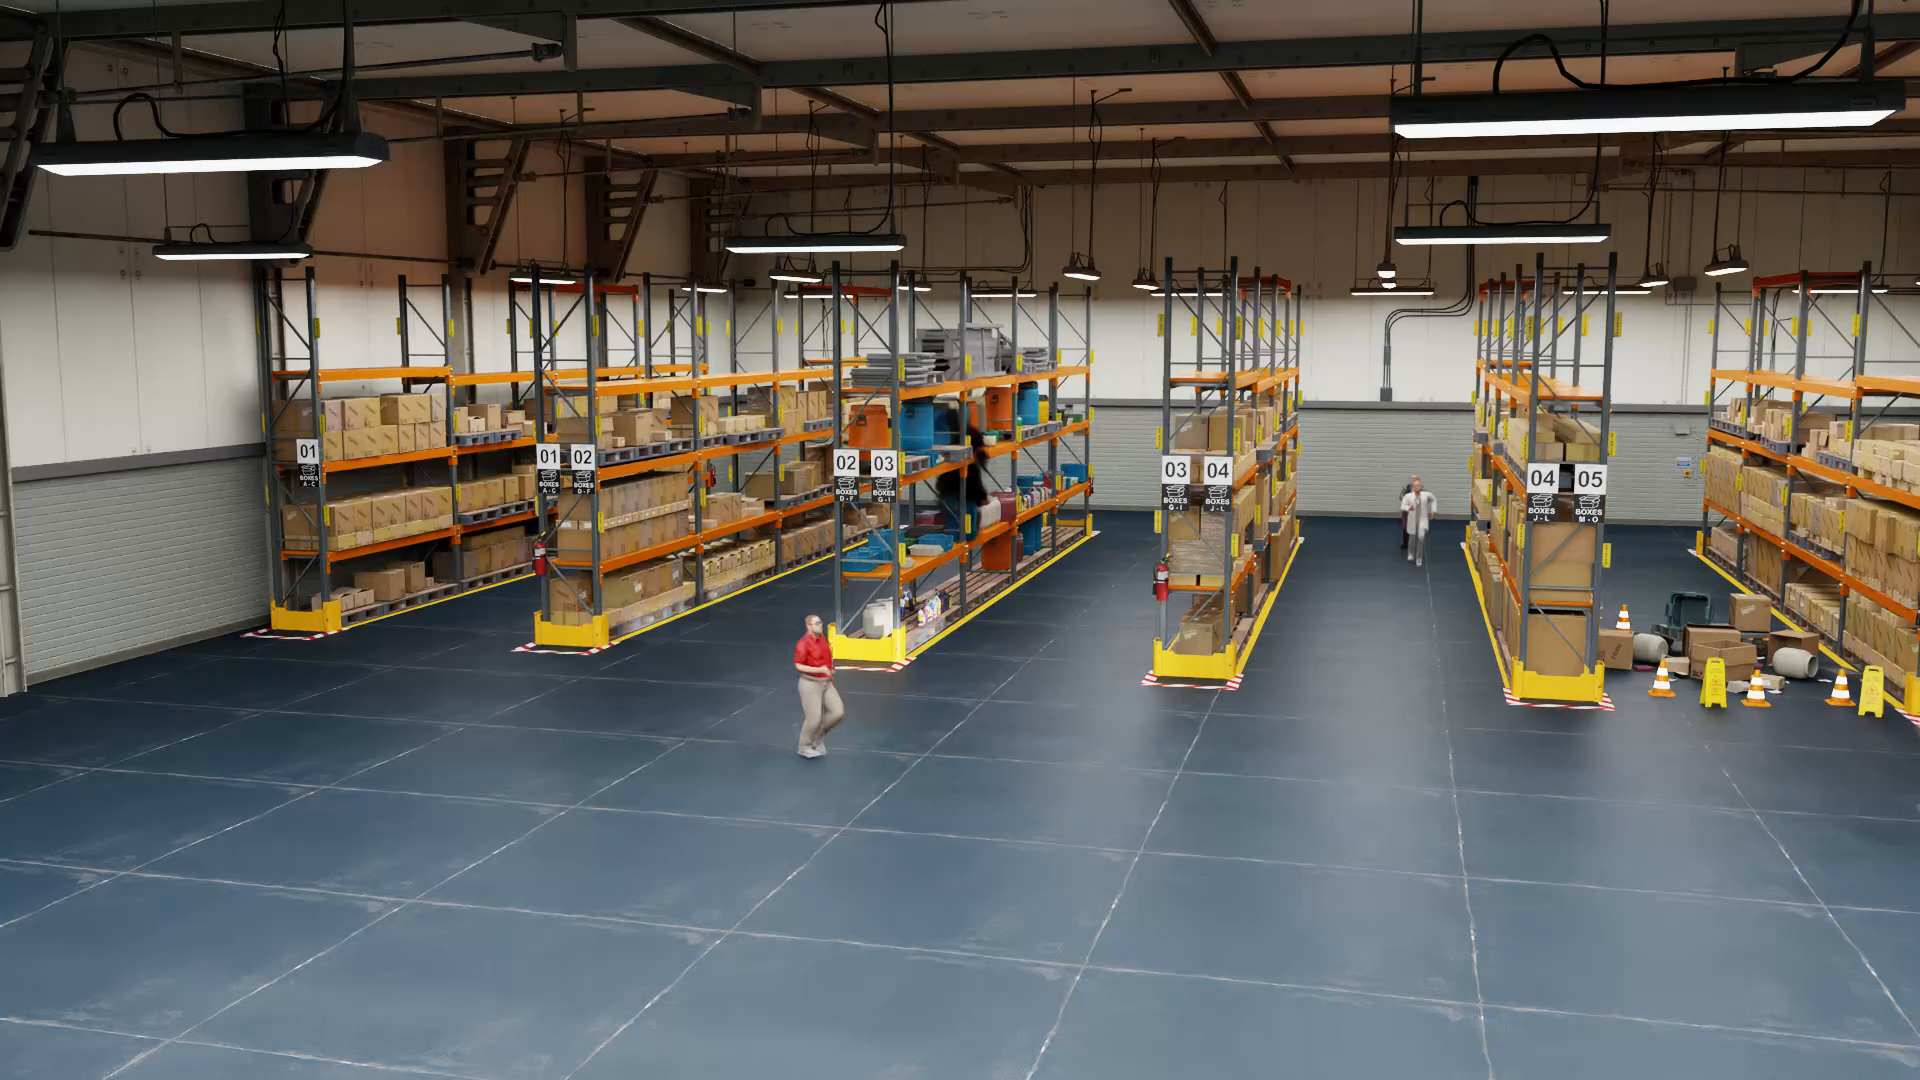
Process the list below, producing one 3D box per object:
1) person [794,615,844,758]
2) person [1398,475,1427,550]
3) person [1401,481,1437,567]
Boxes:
[{"bbox_3d":[-1.617,1.716,19.356,0.645,1.705,0.640,5,9,36],"label":"person"},{"bbox_3d":[10.266,-0.611,37.735,0.656,1.751,0.714,4,8,29],"label":"person"},{"bbox_3d":[9.745,-0.354,35.360,0.731,1.827,0.975,2,8,19],"label":"person"}]
